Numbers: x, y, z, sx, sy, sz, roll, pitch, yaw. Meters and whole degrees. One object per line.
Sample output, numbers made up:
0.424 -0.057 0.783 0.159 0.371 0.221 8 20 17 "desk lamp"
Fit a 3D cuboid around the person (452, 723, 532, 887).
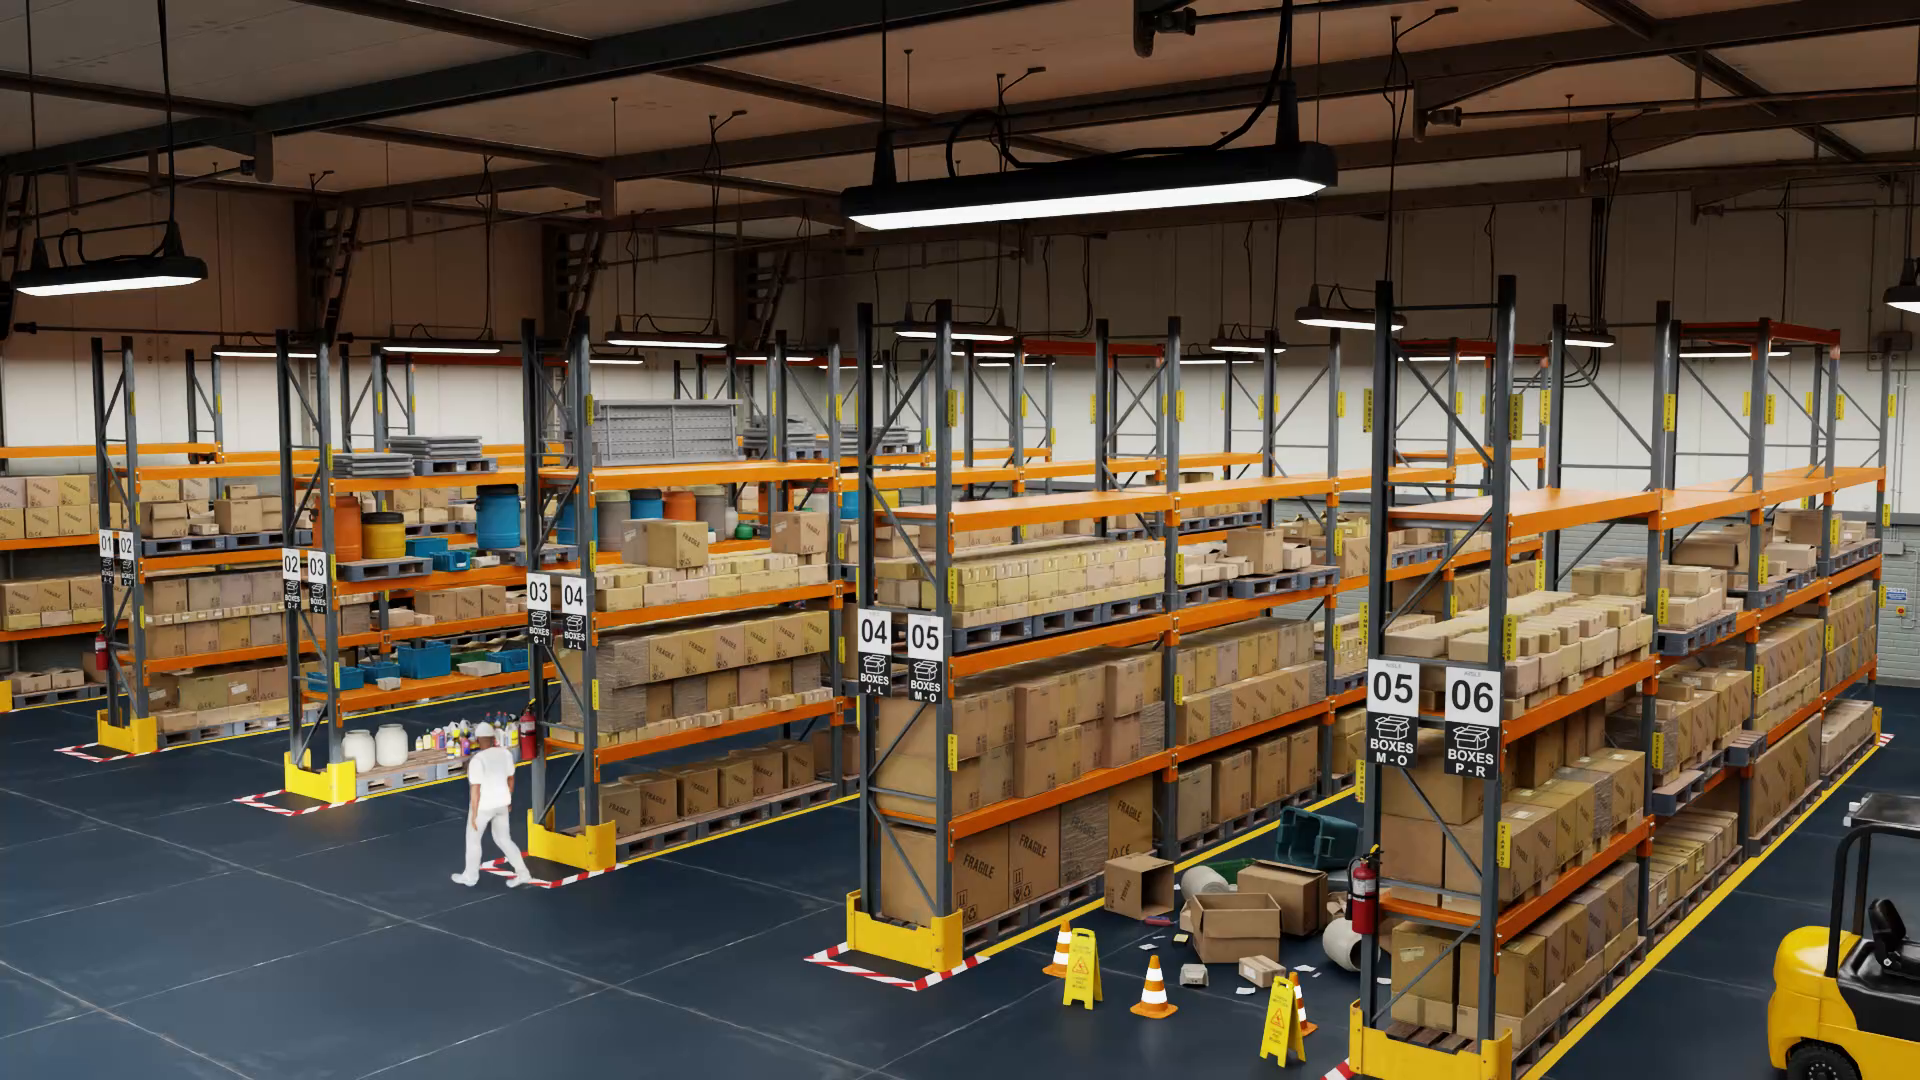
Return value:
-4.929 2.786 17.473 0.911 1.746 0.630 4 6 37 "person"
